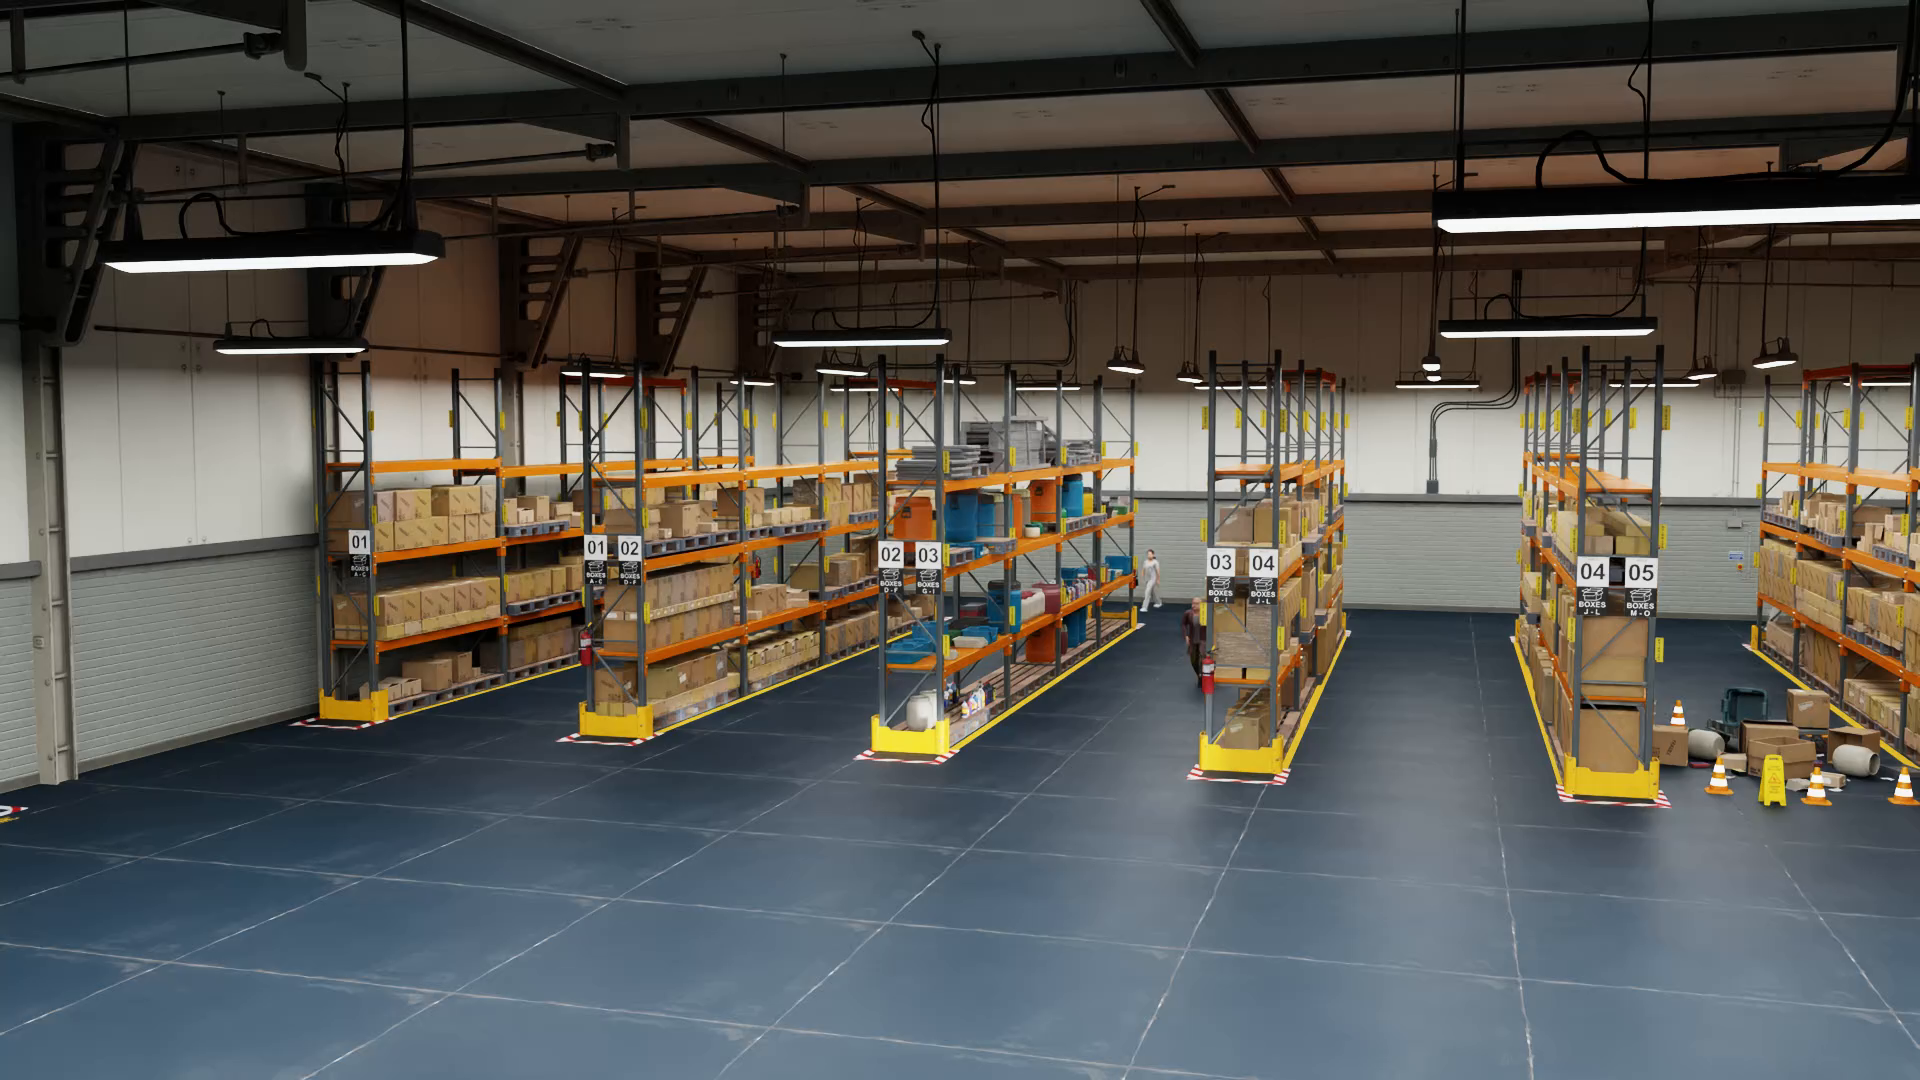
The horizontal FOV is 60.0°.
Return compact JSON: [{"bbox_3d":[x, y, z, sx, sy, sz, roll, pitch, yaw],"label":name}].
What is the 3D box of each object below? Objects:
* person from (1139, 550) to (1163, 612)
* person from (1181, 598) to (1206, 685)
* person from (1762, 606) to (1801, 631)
[{"bbox_3d":[5.025,1.057,43.716,1.091,1.613,0.446,-4,6,-43],"label":"person"},{"bbox_3d":[4.561,1.916,31.539,0.751,1.687,0.642,2,4,24],"label":"person"},{"bbox_3d":[19.554,1.306,39.505,1.112,1.736,0.571,0,4,7],"label":"person"}]
